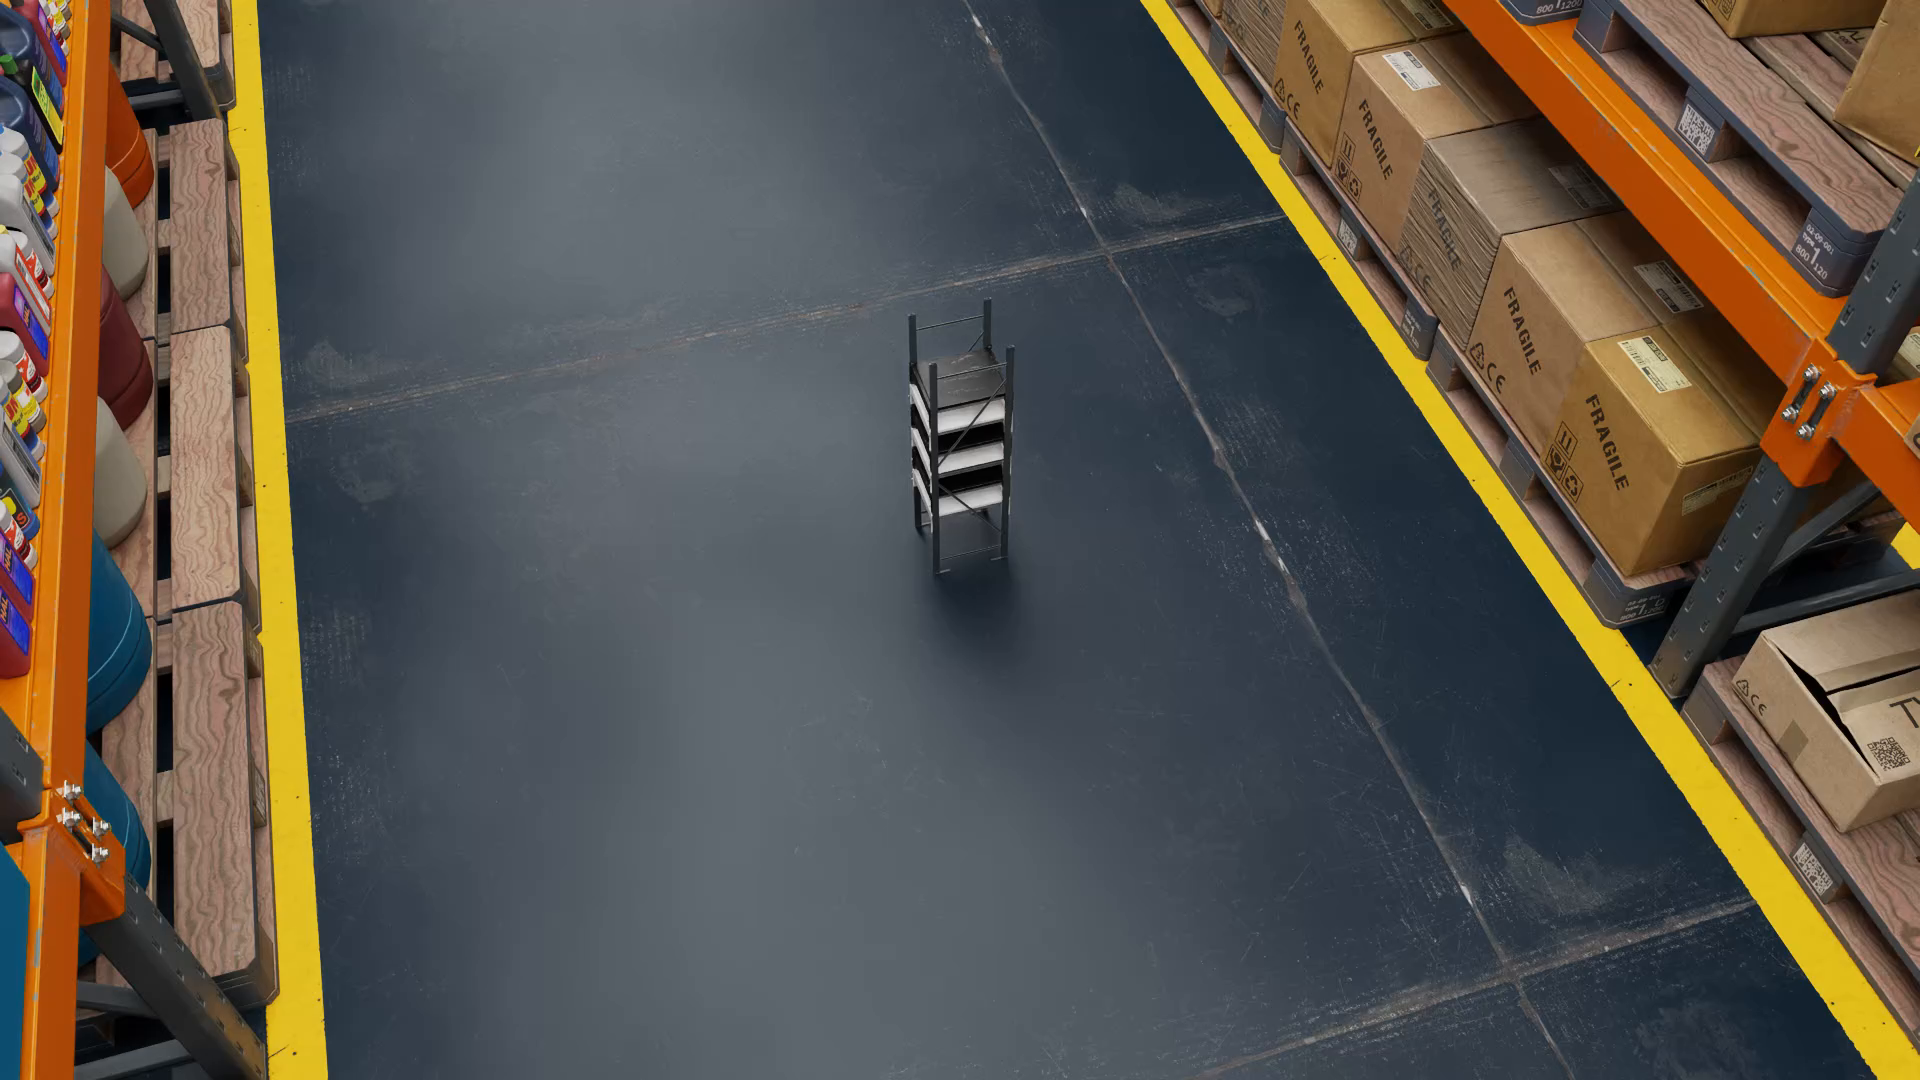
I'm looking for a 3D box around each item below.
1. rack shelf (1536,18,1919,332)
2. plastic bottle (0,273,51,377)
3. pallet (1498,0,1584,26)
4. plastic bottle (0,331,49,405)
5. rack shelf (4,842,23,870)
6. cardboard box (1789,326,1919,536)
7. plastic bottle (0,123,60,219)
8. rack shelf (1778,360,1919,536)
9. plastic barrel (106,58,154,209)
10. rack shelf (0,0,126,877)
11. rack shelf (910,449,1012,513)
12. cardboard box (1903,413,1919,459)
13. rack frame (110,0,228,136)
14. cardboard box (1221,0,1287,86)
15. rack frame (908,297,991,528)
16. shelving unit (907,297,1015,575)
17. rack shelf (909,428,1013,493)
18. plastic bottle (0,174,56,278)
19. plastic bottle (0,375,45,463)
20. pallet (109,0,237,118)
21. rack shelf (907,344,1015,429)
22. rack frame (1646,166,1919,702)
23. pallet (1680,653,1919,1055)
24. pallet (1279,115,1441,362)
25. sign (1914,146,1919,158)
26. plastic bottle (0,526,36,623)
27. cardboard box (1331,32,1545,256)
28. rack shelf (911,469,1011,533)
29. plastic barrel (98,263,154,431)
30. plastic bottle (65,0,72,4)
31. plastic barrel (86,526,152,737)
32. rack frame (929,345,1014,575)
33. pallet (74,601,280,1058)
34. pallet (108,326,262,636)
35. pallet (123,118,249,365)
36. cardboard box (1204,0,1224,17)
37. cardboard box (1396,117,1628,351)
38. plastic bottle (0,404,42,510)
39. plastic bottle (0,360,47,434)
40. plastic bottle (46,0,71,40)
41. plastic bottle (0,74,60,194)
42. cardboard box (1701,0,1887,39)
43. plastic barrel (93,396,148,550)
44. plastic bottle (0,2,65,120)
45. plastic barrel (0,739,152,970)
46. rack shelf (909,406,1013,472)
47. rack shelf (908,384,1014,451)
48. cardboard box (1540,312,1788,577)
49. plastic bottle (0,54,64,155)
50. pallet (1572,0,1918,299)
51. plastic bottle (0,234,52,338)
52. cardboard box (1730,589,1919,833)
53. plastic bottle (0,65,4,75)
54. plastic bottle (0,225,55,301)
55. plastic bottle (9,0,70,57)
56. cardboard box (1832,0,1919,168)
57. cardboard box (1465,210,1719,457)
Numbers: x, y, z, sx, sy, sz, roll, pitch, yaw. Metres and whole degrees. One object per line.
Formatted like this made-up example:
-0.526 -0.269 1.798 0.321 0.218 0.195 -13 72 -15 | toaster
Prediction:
1.939 -1.945 5.271 0.919 0.124 3.809 -13 51 -11 | rack shelf
-2.166 -0.512 3.796 0.061 0.283 0.133 -13 51 -11 | plastic bottle
1.927 -2.094 5.179 1.003 0.211 1.213 -13 51 -11 | pallet
-2.150 -0.397 3.753 0.097 0.201 0.097 0 50 0 | plastic bottle
-1.611 2.093 1.866 0.919 0.124 3.809 -13 51 -11 | rack shelf
2.620 -0.398 4.971 0.500 0.500 0.500 -15 52 -13 | cardboard box
-2.355 -0.927 4.153 0.097 0.271 0.097 0 50 0 | plastic bottle
3.122 1.039 2.883 1.077 0.370 4.000 -13 51 -11 | rack shelf
-3.225 -1.540 5.731 0.600 0.830 0.708 -13 51 -11 | plastic barrel
-2.794 -0.765 4.404 1.077 0.370 4.000 -13 51 -11 | rack shelf
0.002 -0.205 4.995 0.258 0.077 0.200 -13 51 -11 | rack shelf
2.421 -0.252 3.435 0.500 0.500 0.500 -12 51 -10 | cardboard box
-3.386 -2.458 5.360 1.000 3.000 0.127 -13 51 -11 | rack frame
1.369 -2.133 6.433 0.500 0.500 0.500 -15 51 -12 | cardboard box
-0.028 -0.358 4.964 0.240 0.900 0.006 -13 51 -11 | rack frame
0.002 -0.284 4.901 0.258 0.900 0.210 -13 51 -11 | shelving unit
0.002 -0.263 4.926 0.258 0.077 0.200 -13 51 -11 | rack shelf
-2.318 -0.766 4.015 0.152 0.276 0.135 -13 51 -11 | plastic bottle
-2.092 -0.277 3.606 0.097 0.271 0.097 0 50 0 | plastic bottle
-3.578 -2.134 6.911 1.003 0.211 1.213 -13 51 -11 | pallet
0.002 -0.437 4.720 0.258 0.077 0.200 -13 51 -11 | rack shelf
2.530 -0.654 3.839 1.000 3.000 0.127 -13 51 -11 | rack frame
2.732 0.747 4.482 1.003 0.211 1.213 -13 51 -11 | pallet
1.889 -1.233 6.151 1.003 0.211 1.213 -13 51 -11 | pallet
2.001 -0.899 3.288 0.100 0.325 0.005 -13 51 -11 | sign
-1.943 0.040 3.331 0.061 0.283 0.133 -13 51 -11 | plastic bottle
1.672 -1.385 5.803 0.500 0.500 0.500 -15 51 -12 | cardboard box
0.002 -0.147 5.064 0.258 0.077 0.200 -13 51 -11 | rack shelf
-2.891 -0.638 5.128 0.600 0.588 0.708 -13 51 -11 | plastic barrel
-2.658 -1.676 4.785 0.097 0.271 0.097 0 50 0 | plastic bottle
-2.557 0.086 4.313 0.600 0.901 0.708 -13 51 -11 | plastic barrel
0.032 -0.210 4.838 0.240 0.900 0.006 -13 51 -11 | rack frame
-2.391 0.790 4.446 1.003 0.211 1.213 -13 51 -11 | pallet
-2.755 -0.103 5.199 1.003 0.211 1.213 -13 51 -11 | pallet
-3.113 -0.993 5.949 1.003 0.211 1.213 -13 51 -11 | pallet
1.209 -2.514 6.755 0.500 0.500 0.500 -11 51 -9 | cardboard box
1.824 -1.015 5.491 0.500 0.500 0.500 -13 51 -11 | cardboard box
-2.084 -0.188 3.528 0.152 0.276 0.135 -13 51 -11 | plastic bottle
-2.121 -0.326 3.693 0.097 0.201 0.097 0 50 0 | plastic bottle
-2.601 -1.511 4.692 0.097 0.201 0.097 0 50 0 | plastic bottle
-2.419 -1.050 4.206 0.144 0.351 0.185 -13 51 -11 | plastic bottle
2.340 -1.706 4.386 0.700 0.500 0.500 -6 50 -5 | cardboard box
-2.638 -0.221 4.827 0.421 0.512 0.421 0 50 0 | plastic barrel
-2.513 -1.282 4.402 0.144 0.351 0.185 -13 51 -11 | plastic bottle
-2.347 0.603 3.877 0.600 0.901 0.708 -13 51 -11 | plastic barrel
0.002 -0.321 4.858 0.258 0.077 0.200 -13 51 -11 | rack shelf
0.002 -0.379 4.789 0.258 0.077 0.200 -13 51 -11 | rack shelf
2.111 -0.285 4.876 0.500 0.500 0.500 -14 51 -11 | cardboard box
-2.426 -1.154 4.337 0.061 0.283 0.133 -13 51 -11 | plastic bottle
2.398 -1.200 4.425 1.003 0.211 1.213 -13 51 -11 | pallet
-2.249 -0.597 3.872 0.152 0.276 0.135 -13 51 -11 | plastic bottle
2.448 0.427 4.399 0.500 0.311 0.500 -13 51 -11 | cardboard box
-2.484 -1.140 4.326 0.061 0.283 0.133 -13 51 -11 | plastic bottle
-2.258 -0.664 3.977 0.097 0.201 0.097 0 50 0 | plastic bottle
-2.572 -1.440 4.632 0.097 0.201 0.097 0 50 0 | plastic bottle
2.604 -1.218 3.975 0.700 0.500 0.500 -30 56 -23 | cardboard box
1.972 -0.648 5.182 0.500 0.500 0.500 -13 51 -11 | cardboard box
